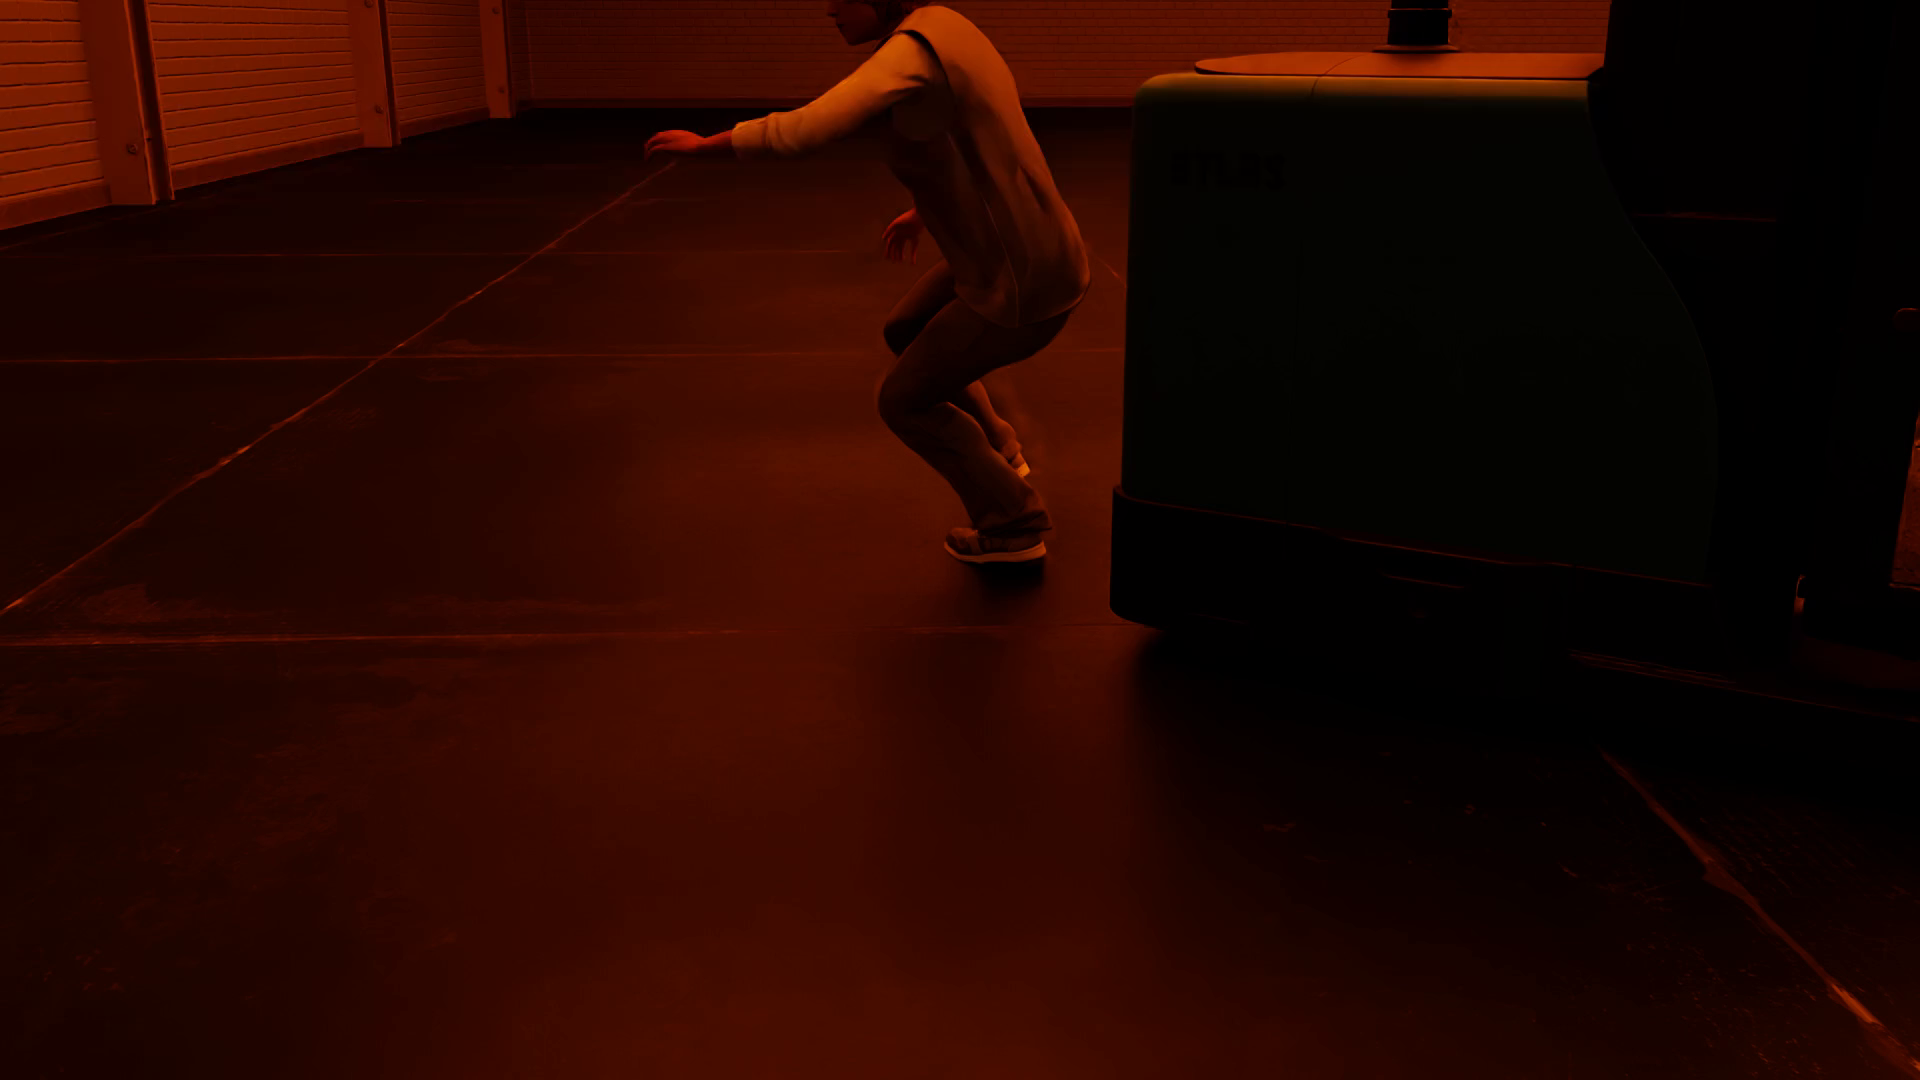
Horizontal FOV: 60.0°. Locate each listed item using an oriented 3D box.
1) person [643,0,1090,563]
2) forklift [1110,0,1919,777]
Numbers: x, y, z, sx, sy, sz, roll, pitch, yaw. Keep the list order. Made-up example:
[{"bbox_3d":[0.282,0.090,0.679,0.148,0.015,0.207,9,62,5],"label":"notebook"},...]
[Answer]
[{"bbox_3d":[-0.134,-0.583,3.527,0.849,1.366,1.026,3,17,9],"label":"person"},{"bbox_3d":[1.825,-1.097,2.495,3.031,2.935,1.130,10,20,29],"label":"forklift"}]
